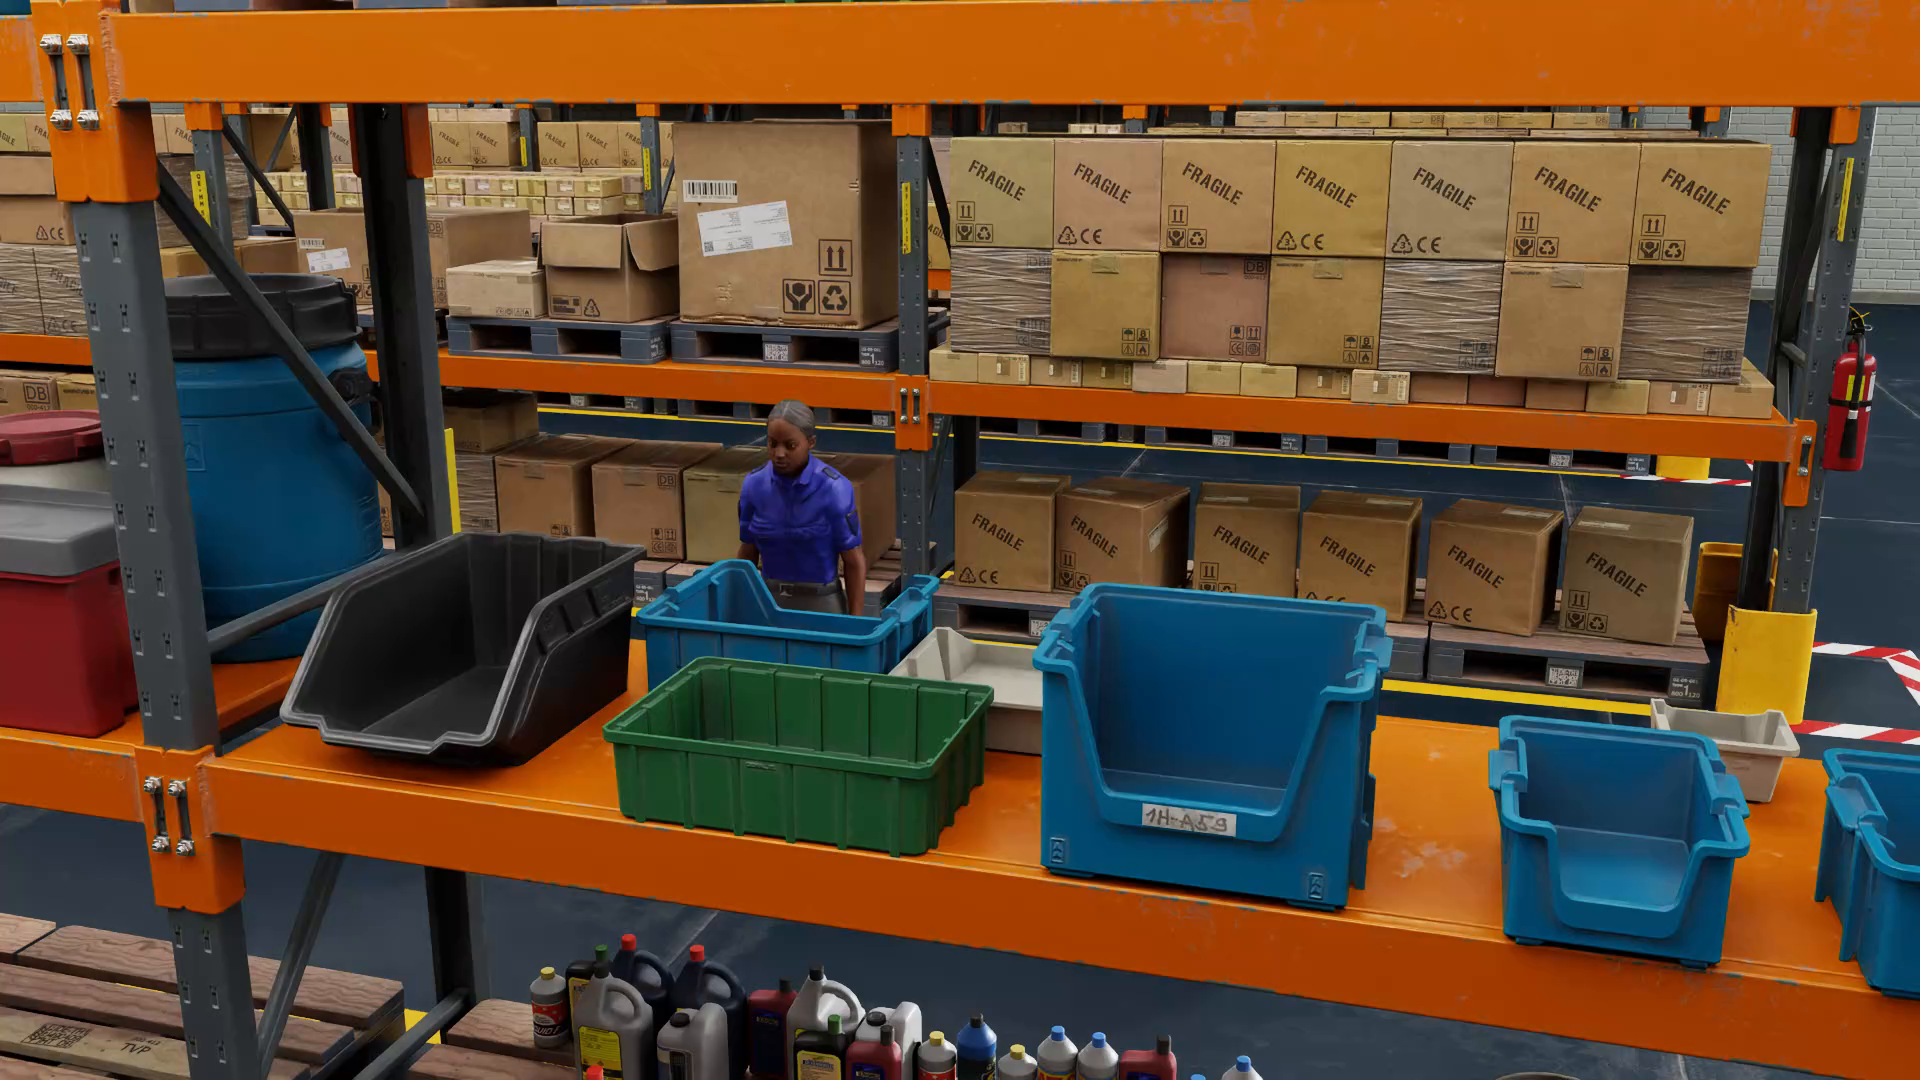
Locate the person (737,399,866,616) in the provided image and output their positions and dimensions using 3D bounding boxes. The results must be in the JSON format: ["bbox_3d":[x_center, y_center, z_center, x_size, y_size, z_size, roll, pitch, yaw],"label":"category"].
[{"bbox_3d":[-0.587,0.308,5.892,0.504,1.655,0.392,5,16,16],"label":"person"}]
